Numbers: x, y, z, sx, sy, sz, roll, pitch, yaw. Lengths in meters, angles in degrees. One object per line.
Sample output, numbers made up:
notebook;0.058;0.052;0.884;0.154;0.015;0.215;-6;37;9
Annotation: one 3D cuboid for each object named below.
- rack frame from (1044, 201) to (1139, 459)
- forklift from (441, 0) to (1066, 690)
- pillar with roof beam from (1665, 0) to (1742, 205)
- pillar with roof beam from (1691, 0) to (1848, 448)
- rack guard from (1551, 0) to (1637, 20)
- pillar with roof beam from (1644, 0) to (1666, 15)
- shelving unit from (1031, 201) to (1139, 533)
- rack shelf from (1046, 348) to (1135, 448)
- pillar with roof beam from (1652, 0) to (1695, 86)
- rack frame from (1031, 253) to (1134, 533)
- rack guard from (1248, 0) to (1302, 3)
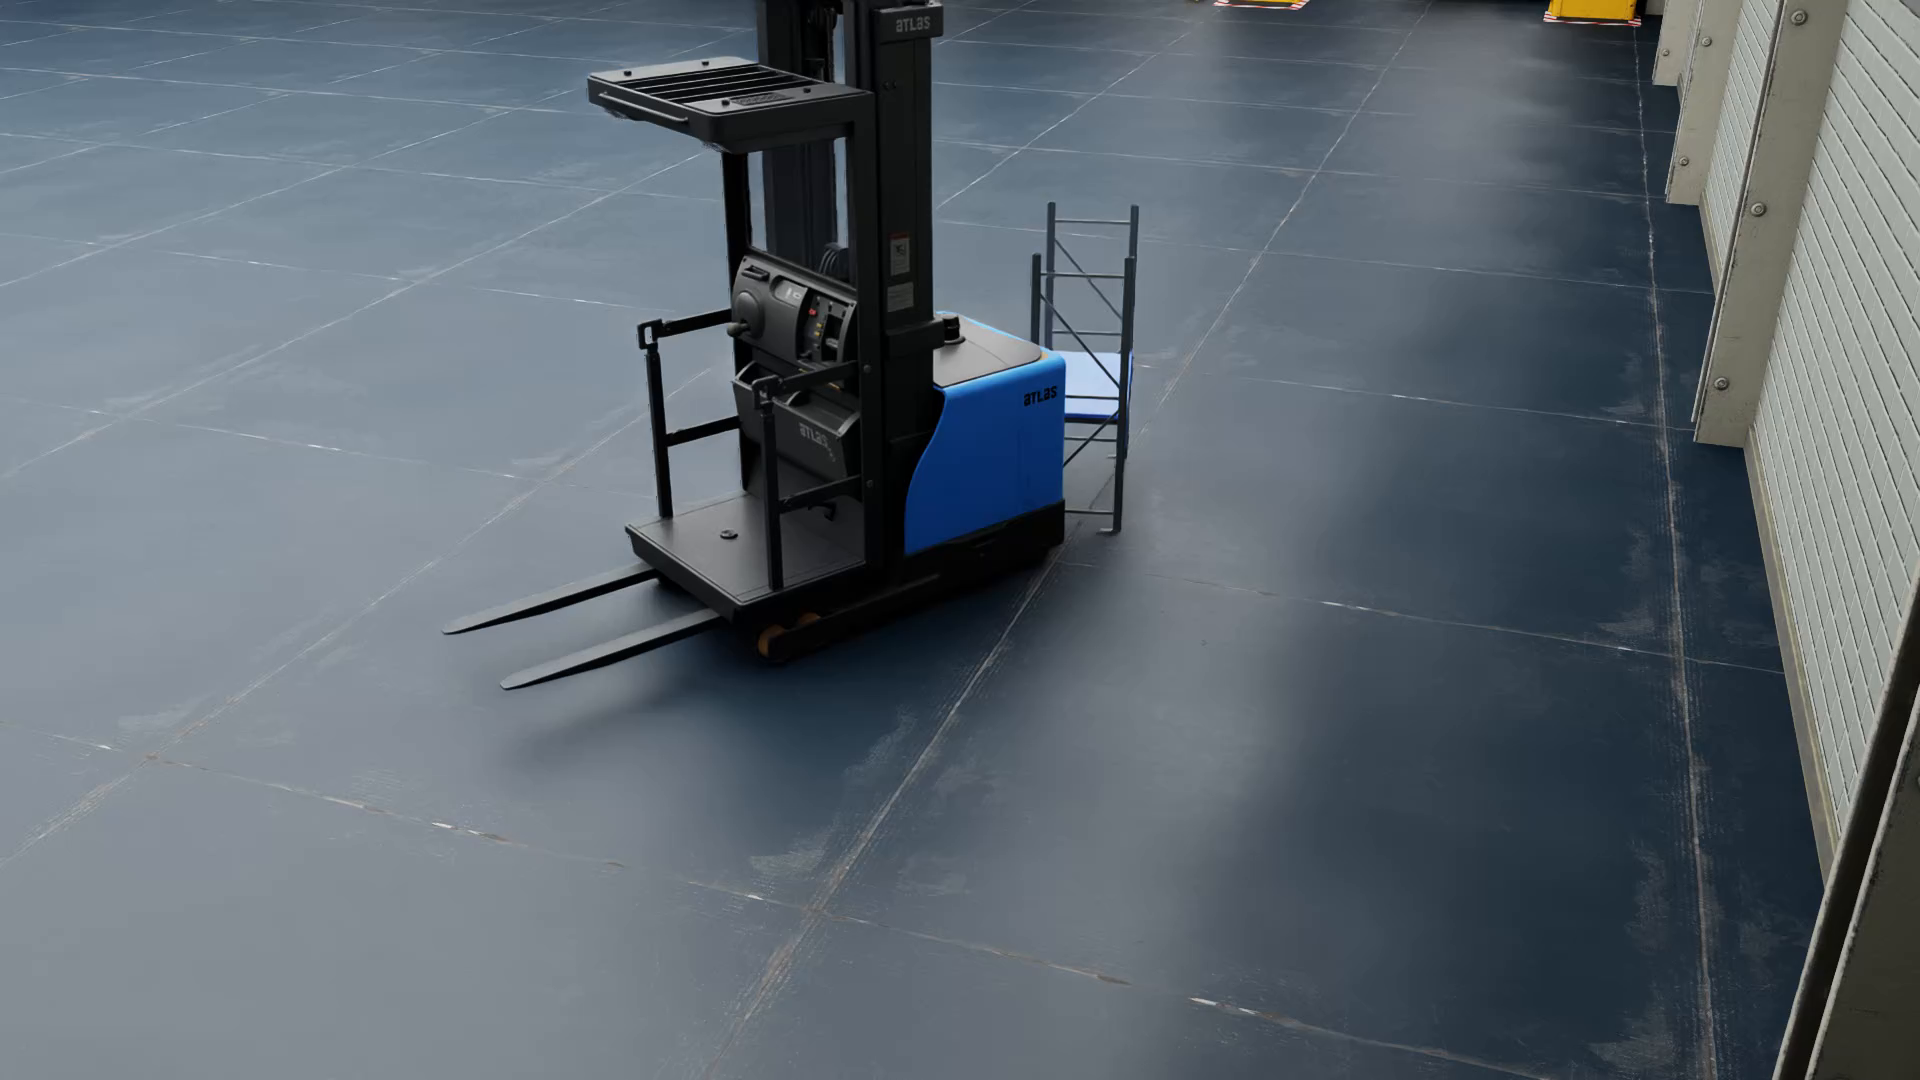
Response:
rack frame;0.731;-1.172;9.450;0.500;1.500;0.032;3;26;6
forklift;-0.929;-1.019;7.492;3.031;2.935;1.130;-19;32;-34
pillar with roof beam;2.548;-7.787;14.507;9.100;9.000;0.400;9;27;17
pillar with roof beam;0.551;-5.322;9.415;9.100;9.000;0.400;9;27;17
rack guard;9.511;-8.104;24.914;1.175;0.500;0.348;9;27;17
pillar with roof beam;6.541;-12.719;24.692;9.100;9.000;0.400;9;27;17
shelving unit;0.669;-0.952;8.995;0.538;1.500;1.048;3;26;6
rack shelf;0.669;-0.790;9.074;0.538;0.185;1.000;3;26;6
pillar with roof beam;4.544;-10.253;19.600;9.100;9.000;0.400;9;27;17
rack frame;0.608;-0.732;8.541;0.500;1.500;0.032;3;26;6
rack guard;4.862;-8.863;26.482;1.175;0.500;0.348;9;27;17
